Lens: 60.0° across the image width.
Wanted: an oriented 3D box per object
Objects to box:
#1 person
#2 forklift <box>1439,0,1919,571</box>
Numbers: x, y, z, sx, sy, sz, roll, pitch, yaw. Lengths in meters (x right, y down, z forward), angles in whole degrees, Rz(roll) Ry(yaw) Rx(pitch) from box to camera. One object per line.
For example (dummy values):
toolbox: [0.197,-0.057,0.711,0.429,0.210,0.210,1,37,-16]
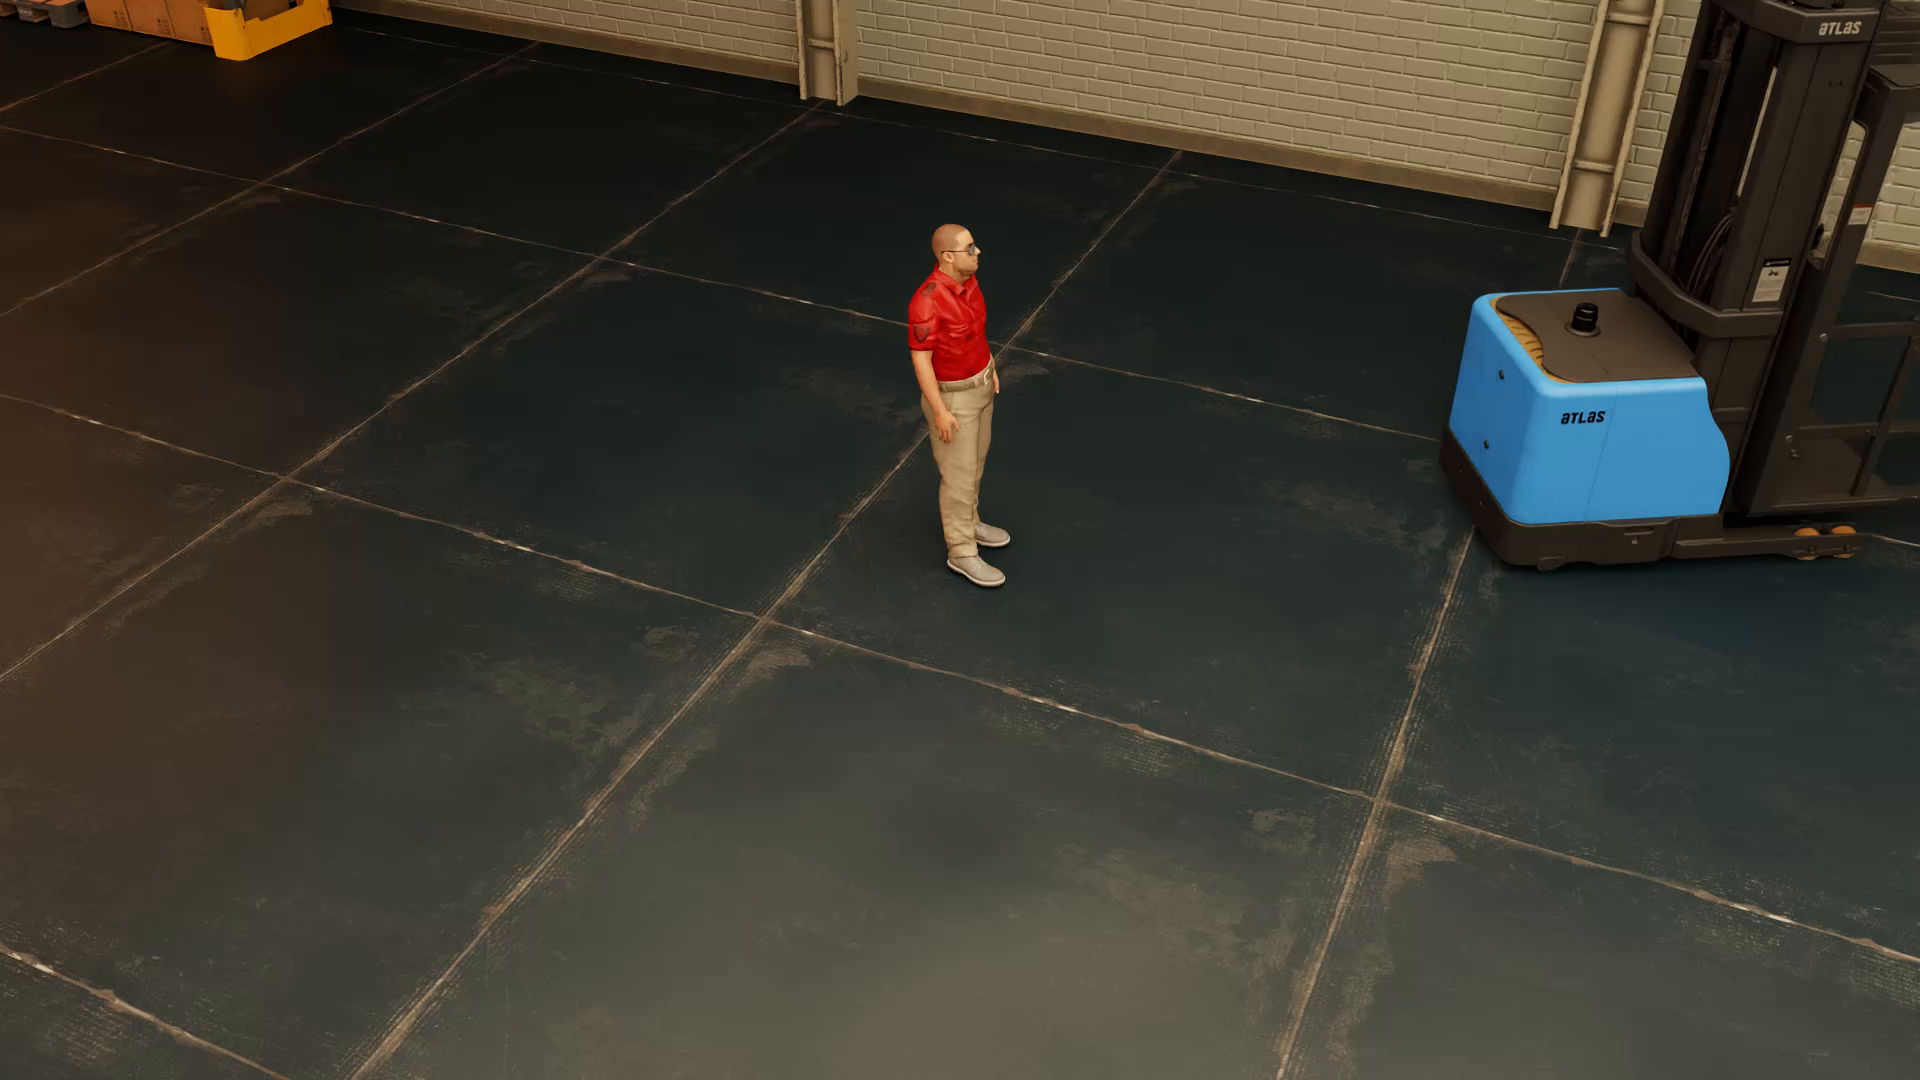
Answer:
person: [0.077,-0.682,8.065,0.550,1.727,0.642,15,38,20]
forklift: [4.163,-1.392,8.038,3.031,2.935,1.130,-3,36,-5]
